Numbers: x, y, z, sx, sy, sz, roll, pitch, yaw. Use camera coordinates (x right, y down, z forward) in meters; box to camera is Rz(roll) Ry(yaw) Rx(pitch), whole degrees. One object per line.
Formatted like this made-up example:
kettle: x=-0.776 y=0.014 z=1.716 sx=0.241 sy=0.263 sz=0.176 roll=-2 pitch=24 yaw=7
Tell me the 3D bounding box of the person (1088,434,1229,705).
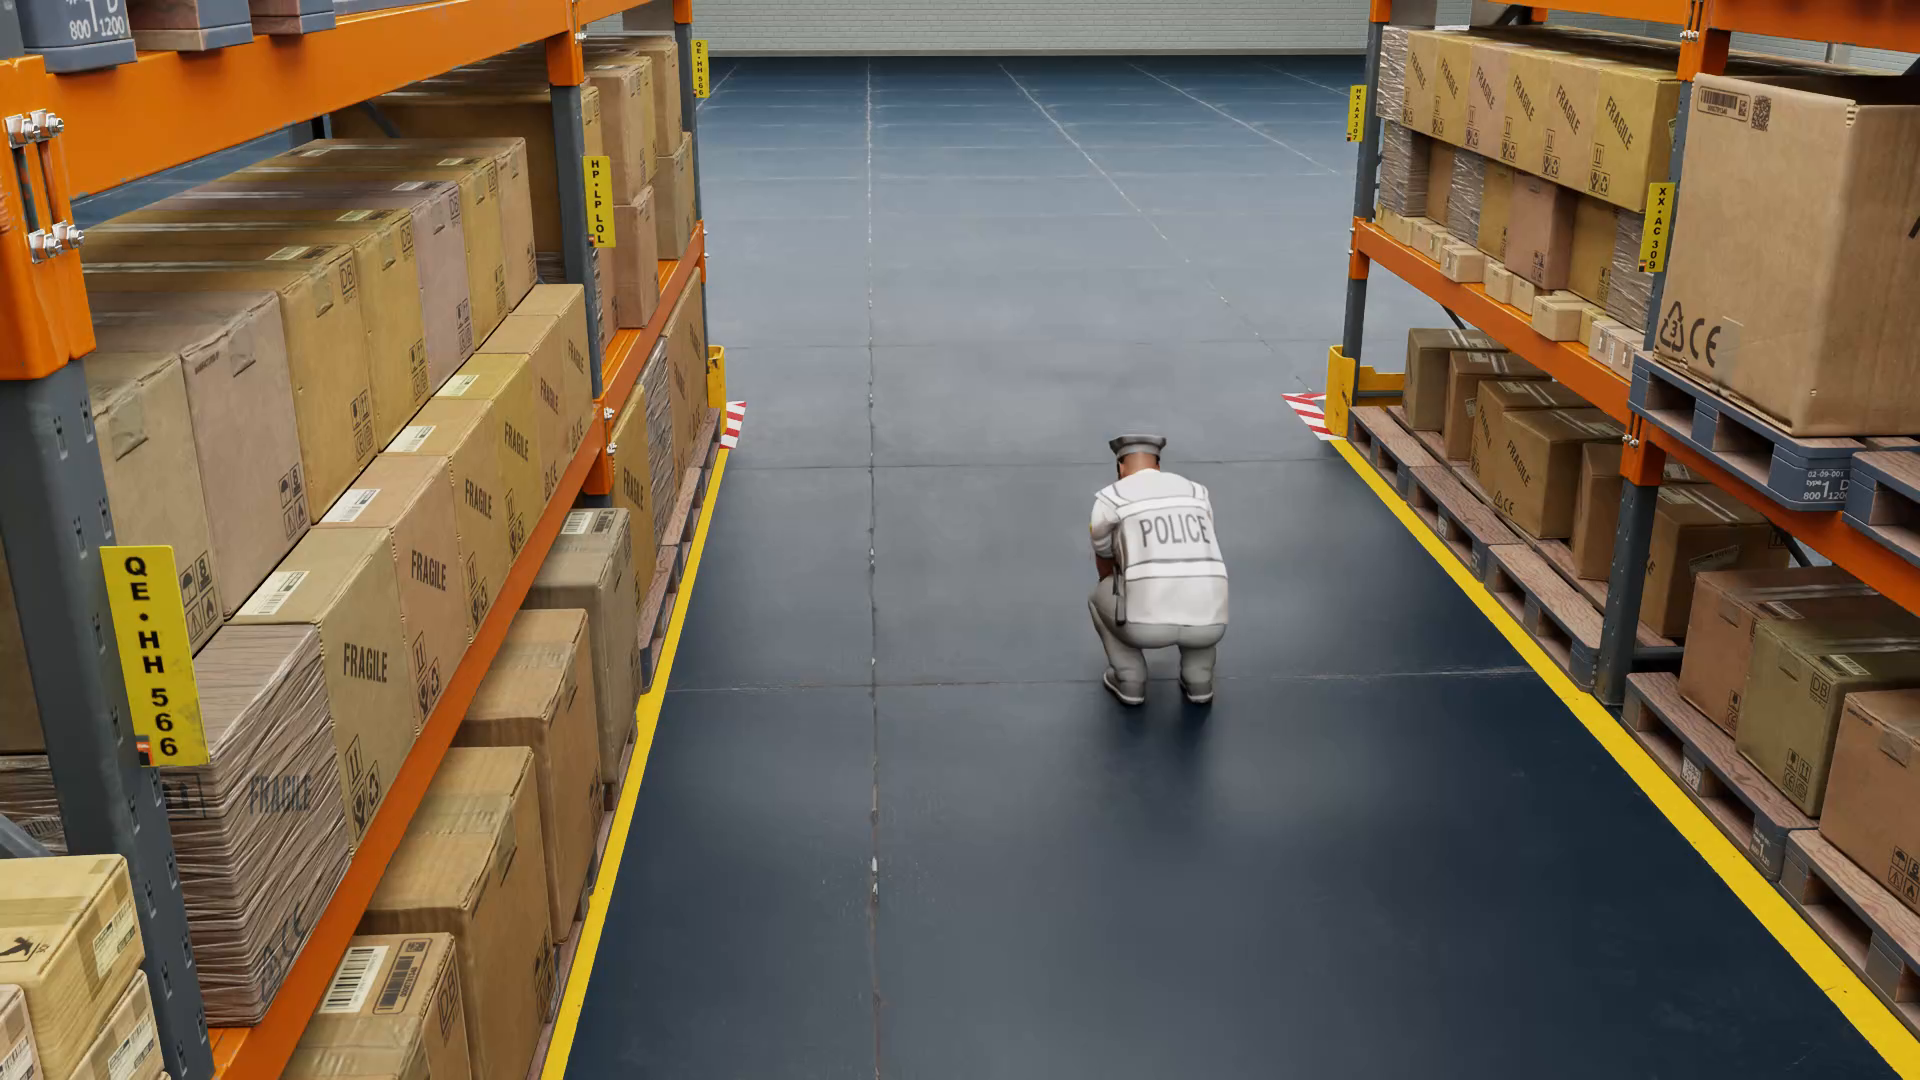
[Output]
person: x=0.817 y=0.111 z=6.859 sx=0.548 sy=1.011 sz=0.898 roll=-1 pitch=20 yaw=-3
